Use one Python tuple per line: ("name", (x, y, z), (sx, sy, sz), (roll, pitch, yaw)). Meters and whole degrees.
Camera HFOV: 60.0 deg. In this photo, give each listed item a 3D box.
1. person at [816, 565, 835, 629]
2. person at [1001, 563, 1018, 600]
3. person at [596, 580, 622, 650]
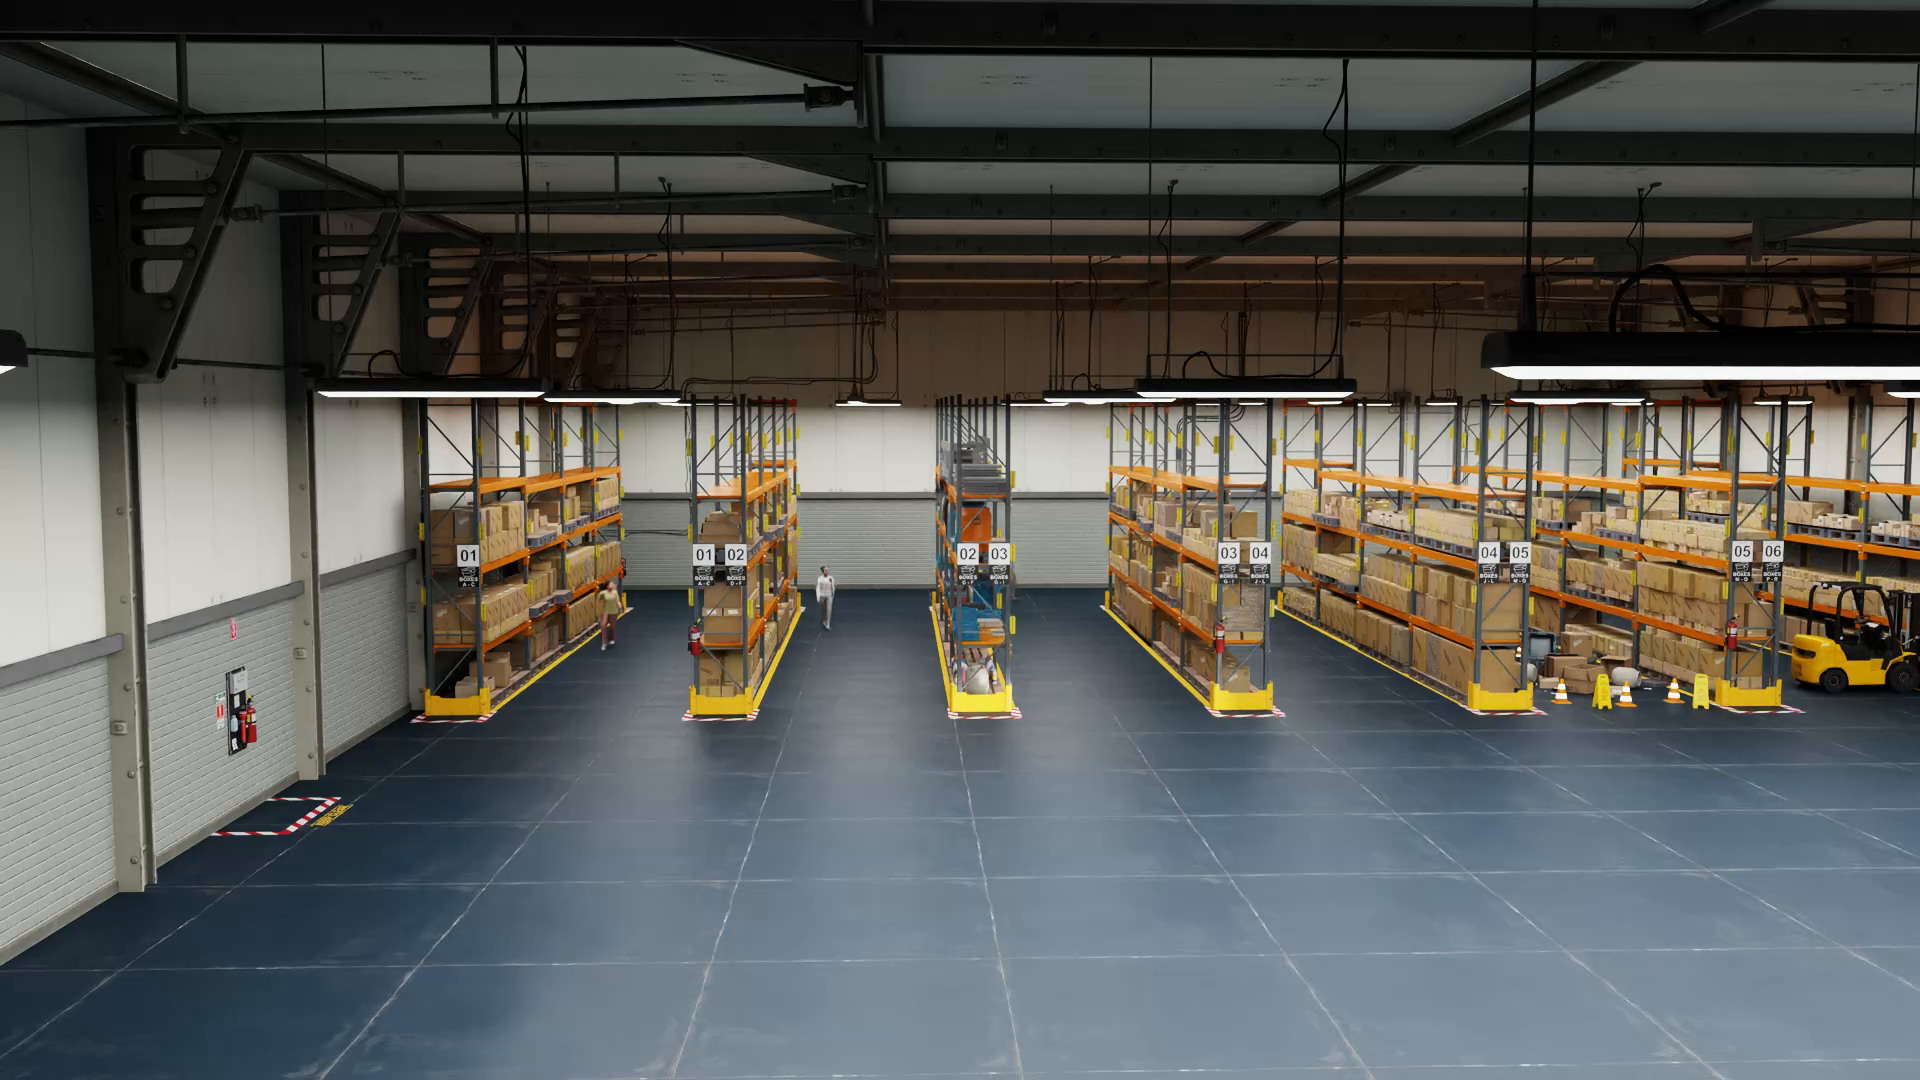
("person", (-3.517, 1.478, 43.427), (0.481, 1.645, 0.948), (0, 4, 0))
("person", (1.412, 0.979, 49.855), (0.705, 1.622, 0.463), (2, 5, 20))
("person", (-8.421, 1.776, 39.954), (0.665, 1.651, 0.972), (0, 4, -2))
